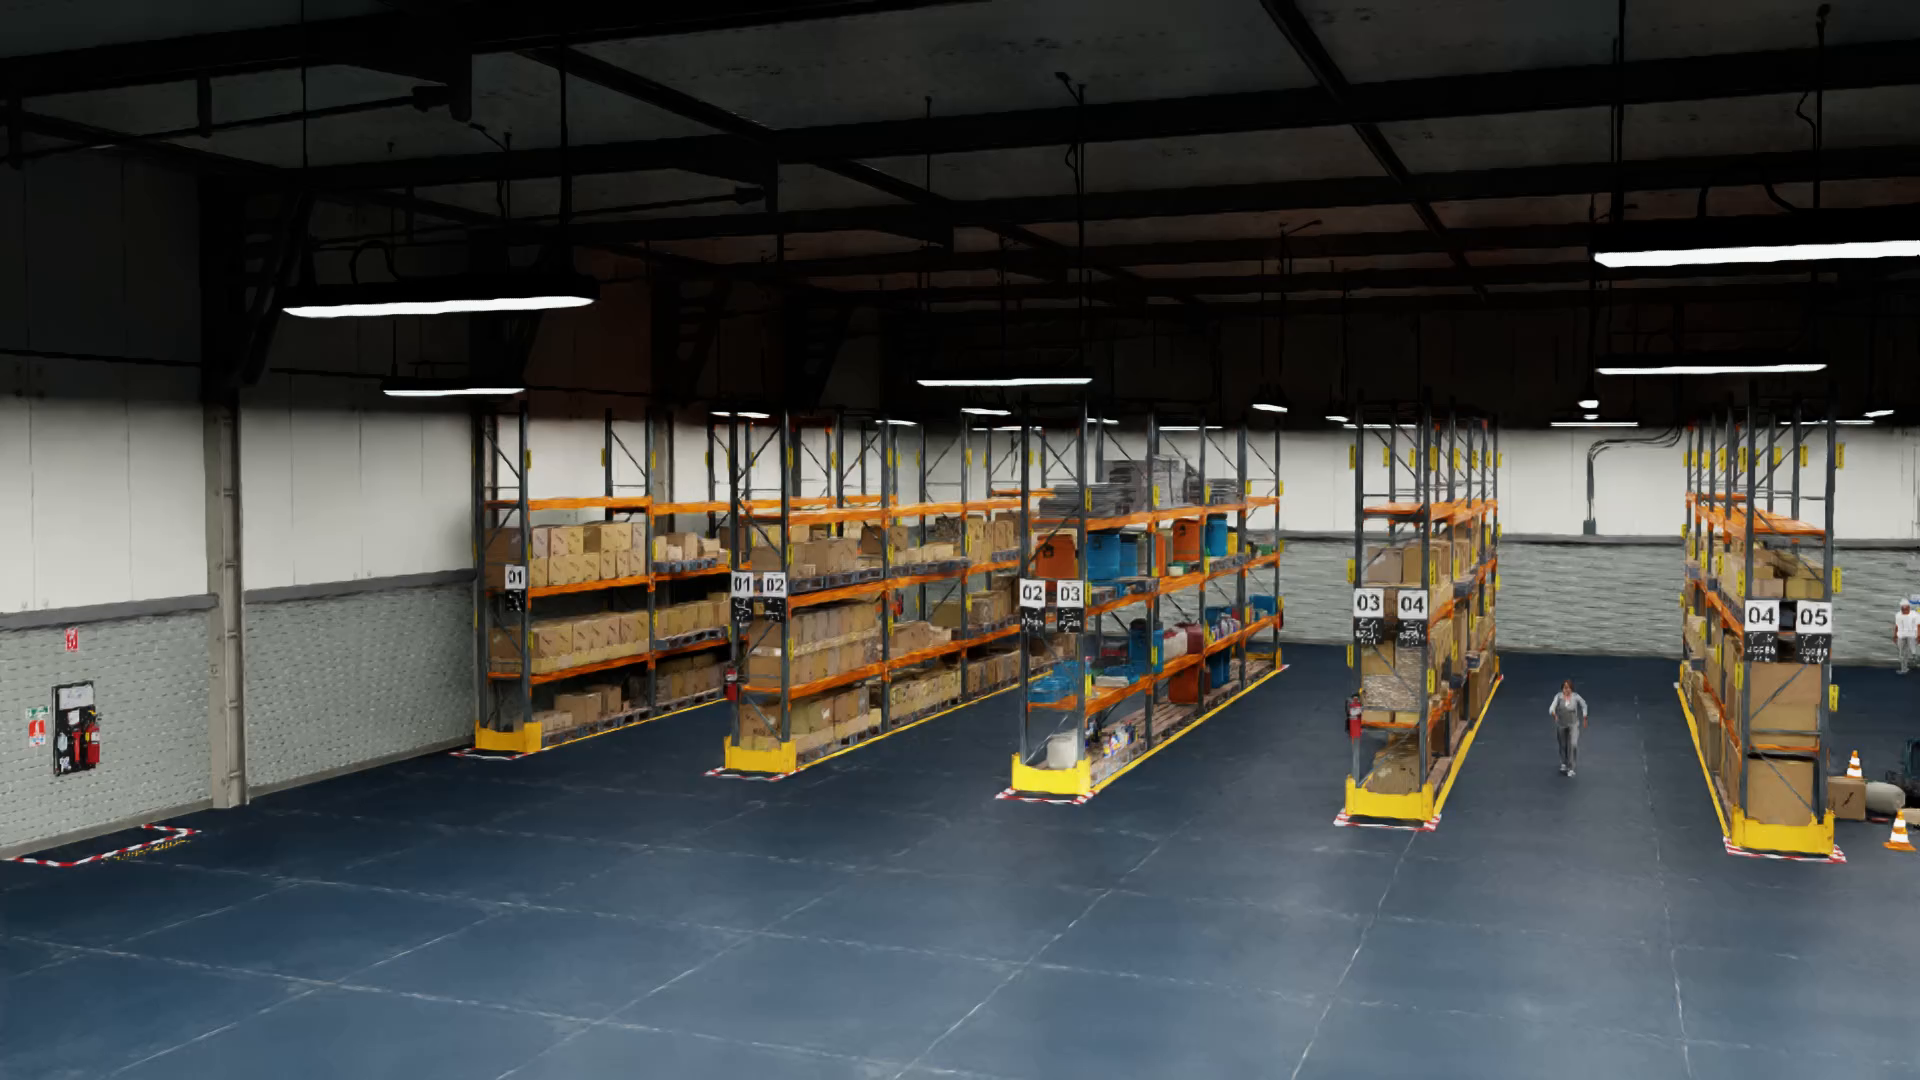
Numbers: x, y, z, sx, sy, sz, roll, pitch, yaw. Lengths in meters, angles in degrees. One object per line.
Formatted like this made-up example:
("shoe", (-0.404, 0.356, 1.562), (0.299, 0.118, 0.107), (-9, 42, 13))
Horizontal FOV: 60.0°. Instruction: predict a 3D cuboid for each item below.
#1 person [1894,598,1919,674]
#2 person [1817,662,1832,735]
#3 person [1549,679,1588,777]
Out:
("person", (22.162, 2.241, 38.787), (0.547, 1.760, 0.693), (-2, 3, -30))
("person", (15.685, 2.681, 30.260), (0.470, 1.687, 0.604), (0, 3, -7))
("person", (9.654, 2.949, 26.426), (0.556, 1.530, 0.815), (1, 3, 27))
